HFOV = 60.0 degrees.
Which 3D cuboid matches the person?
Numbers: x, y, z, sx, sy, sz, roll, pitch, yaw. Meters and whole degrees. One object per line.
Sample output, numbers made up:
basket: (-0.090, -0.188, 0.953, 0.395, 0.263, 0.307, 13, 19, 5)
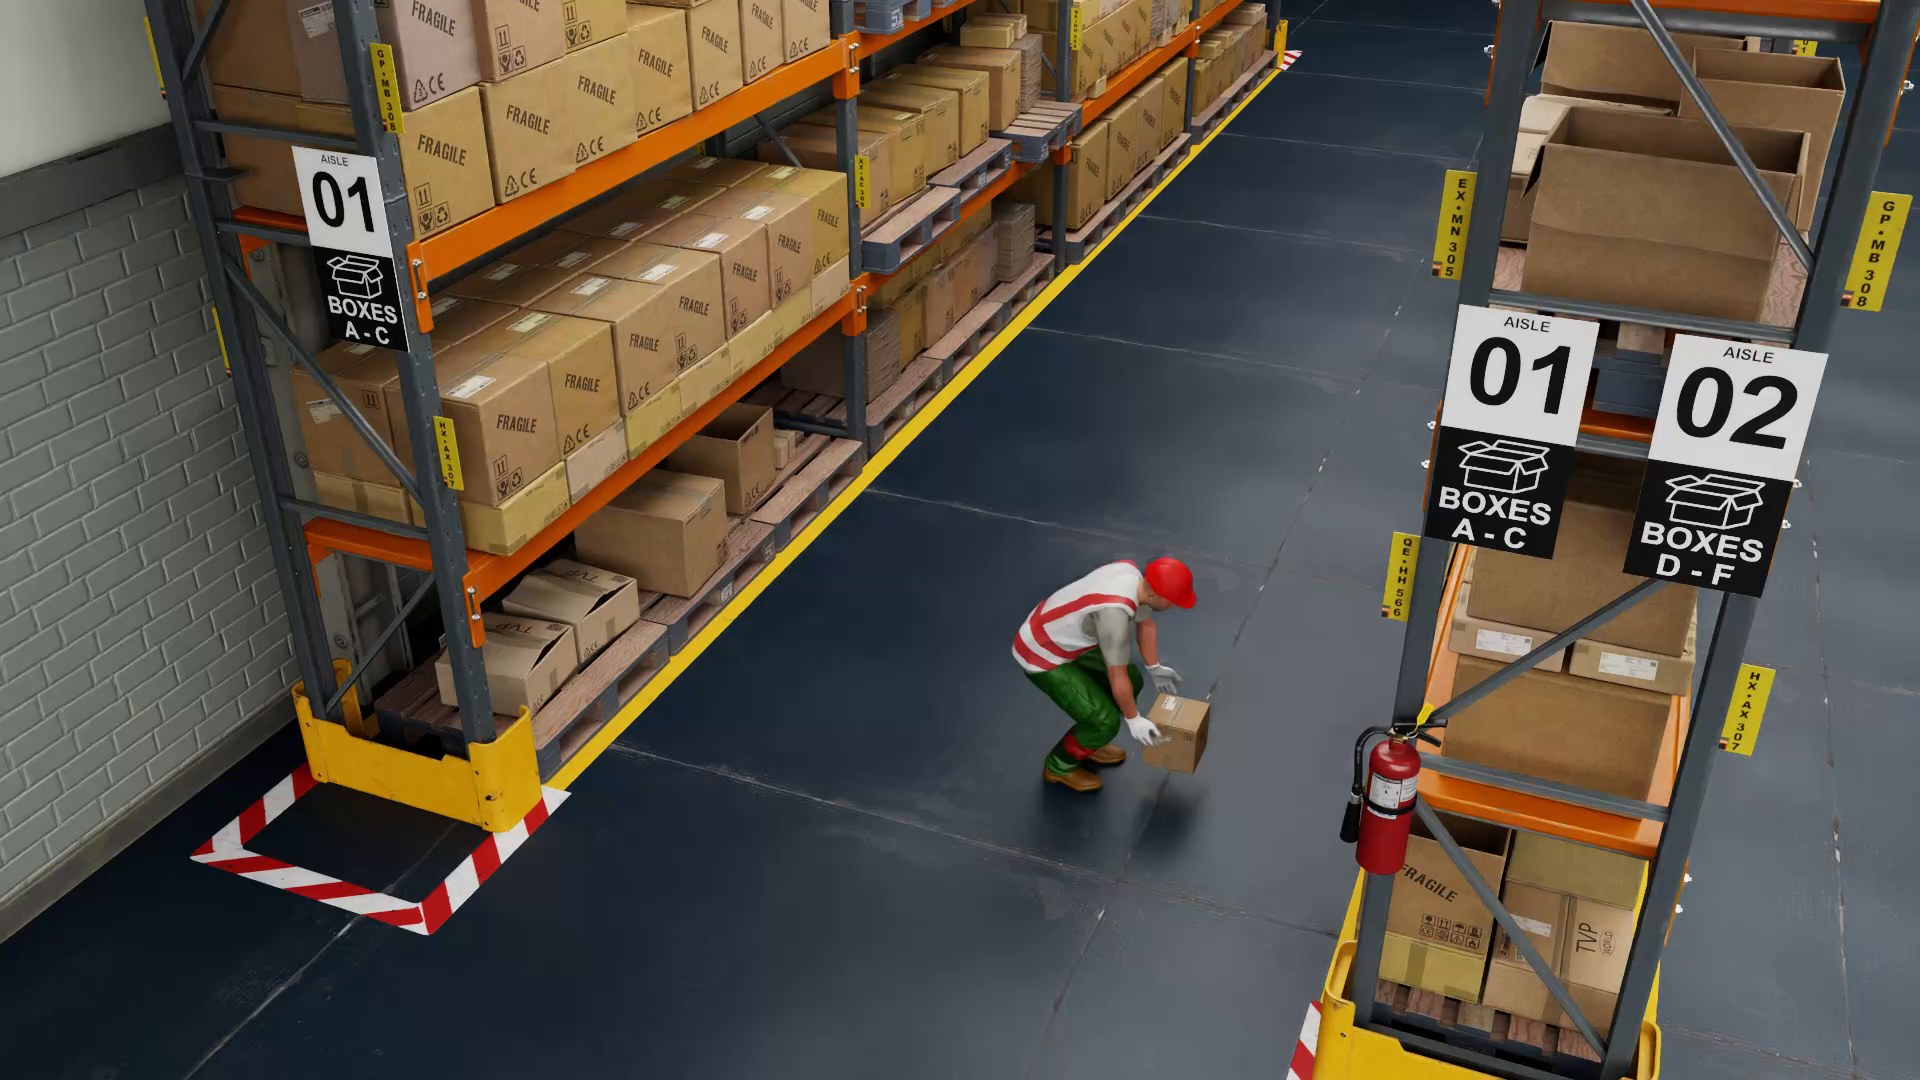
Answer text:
person: (0.680, 0.577, 7.914, 0.833, 1.239, 0.585, 11, 31, 19)
